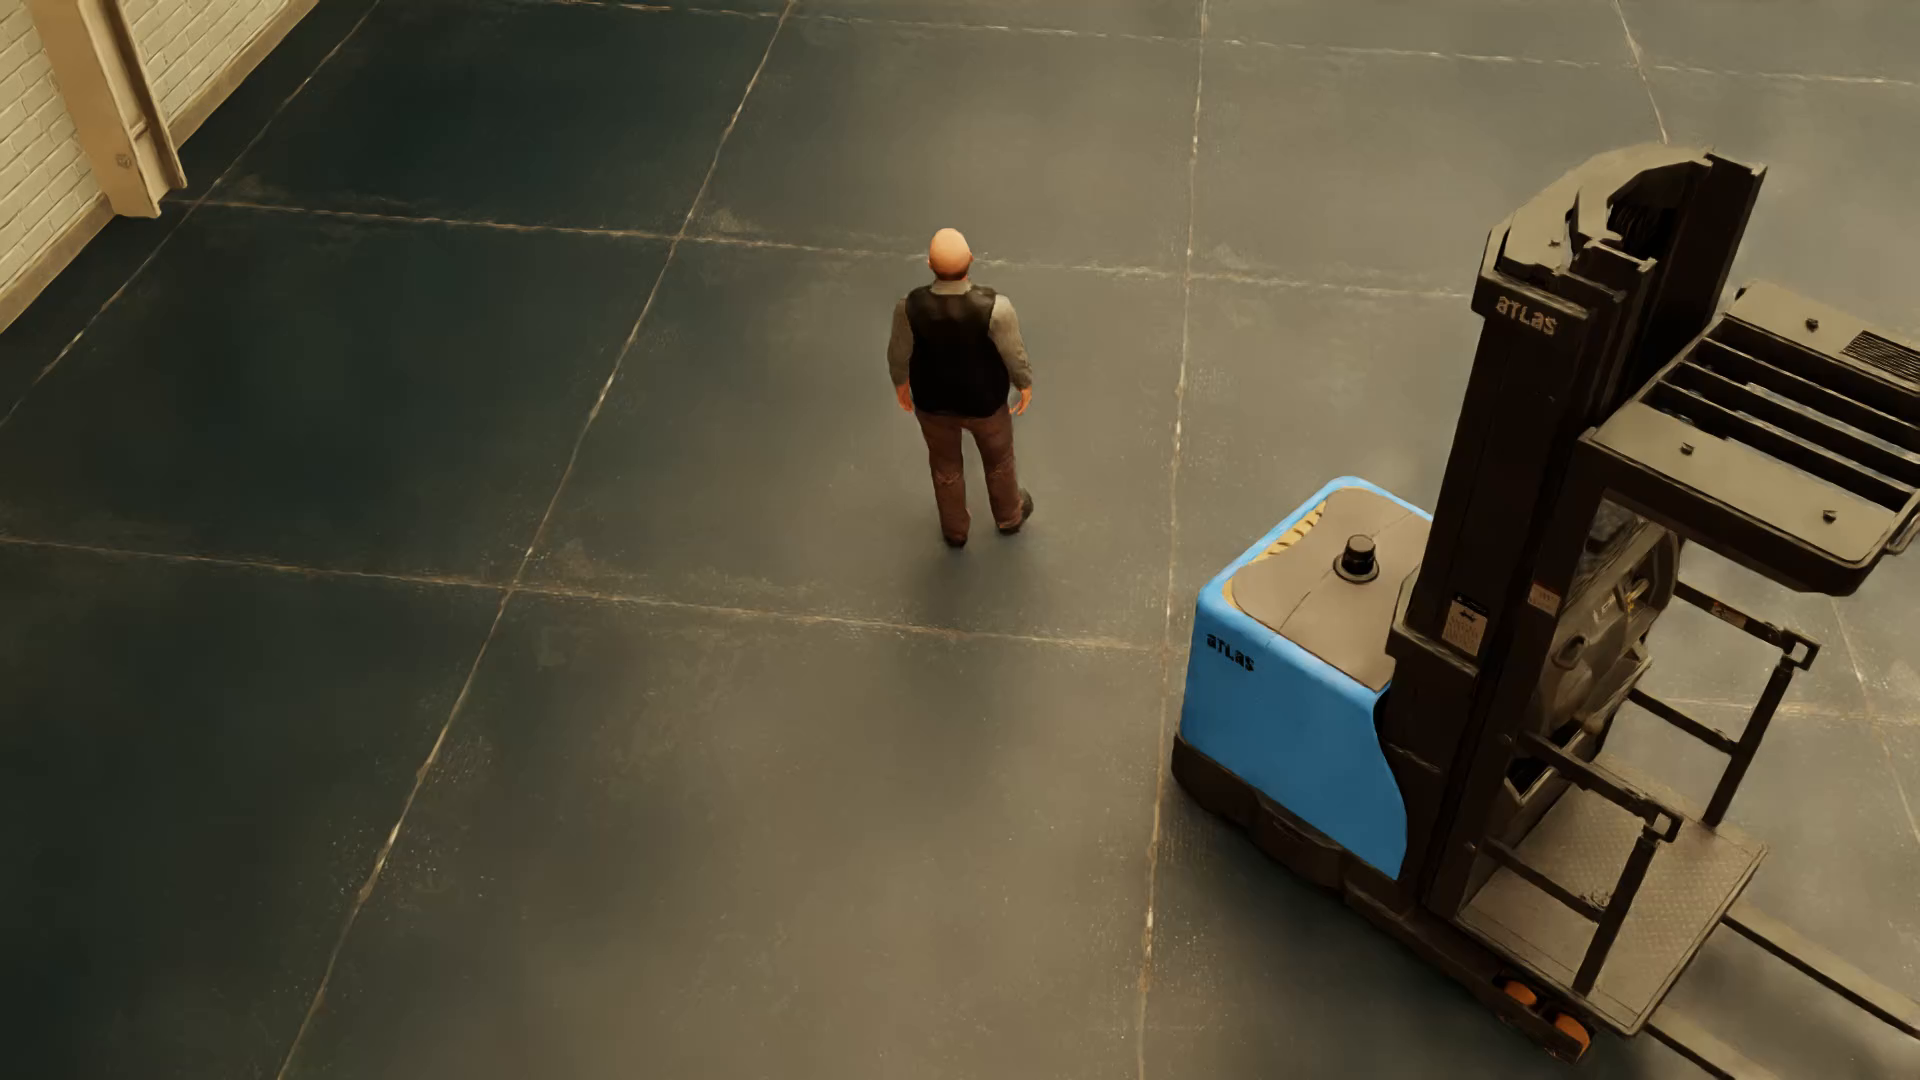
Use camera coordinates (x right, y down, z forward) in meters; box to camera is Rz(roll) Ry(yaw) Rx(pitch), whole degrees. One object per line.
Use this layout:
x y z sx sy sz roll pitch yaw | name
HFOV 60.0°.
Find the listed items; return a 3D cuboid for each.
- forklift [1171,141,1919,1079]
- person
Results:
2.272 0.356 5.337 3.031 2.935 1.130 33 52 31 | forklift
0.016 -0.680 7.349 0.632 1.720 0.567 5 43 6 | person
